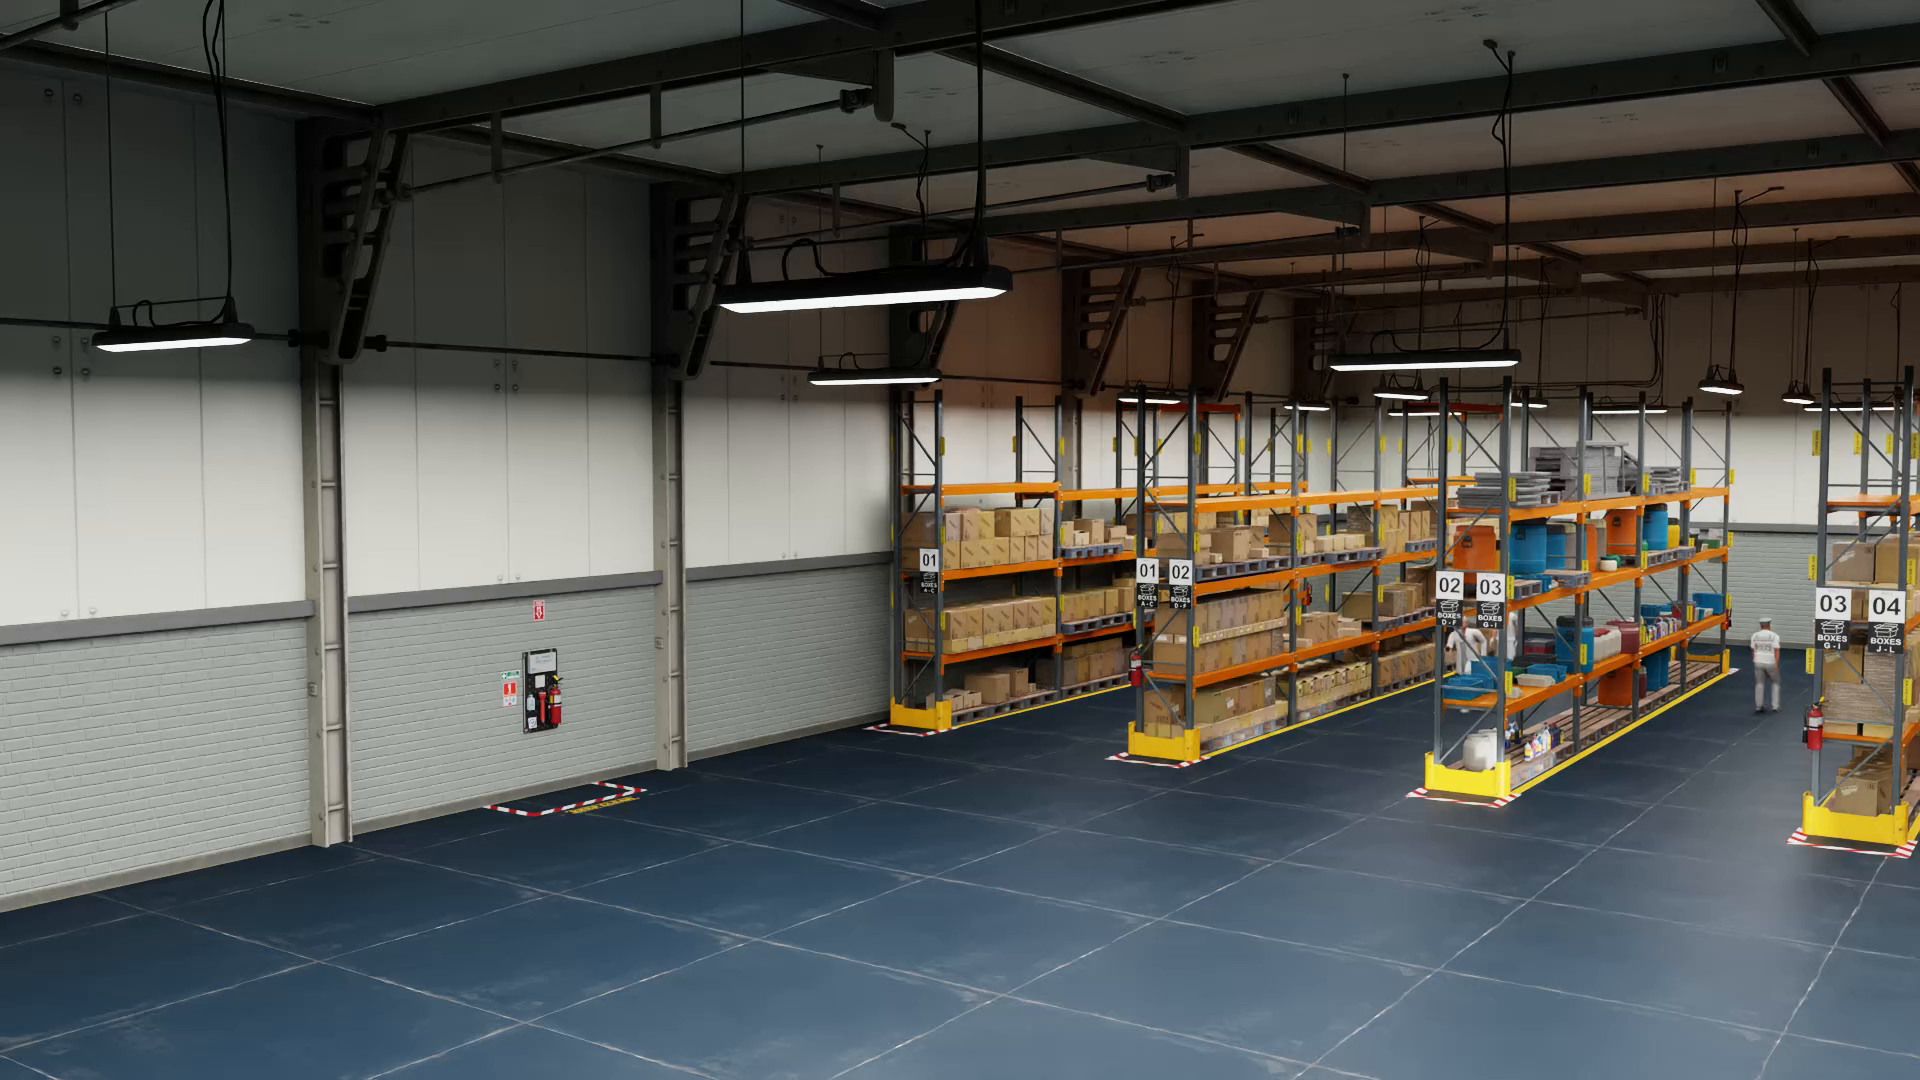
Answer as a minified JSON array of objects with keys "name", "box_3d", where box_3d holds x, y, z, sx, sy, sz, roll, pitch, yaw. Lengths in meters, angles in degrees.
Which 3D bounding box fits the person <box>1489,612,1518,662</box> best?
[{"name":"person","box_3d":[11.426,2.165,34.868,0.598,1.823,0.785,2,4,29]}]

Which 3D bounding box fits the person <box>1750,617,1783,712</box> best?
[{"name":"person","box_3d":[15.235,2.386,31.410,0.582,1.842,0.472,3,4,42]}]

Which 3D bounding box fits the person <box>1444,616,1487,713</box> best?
[{"name":"person","box_3d":[9.597,2.344,31.526,0.698,1.814,1.083,2,4,38]}]
